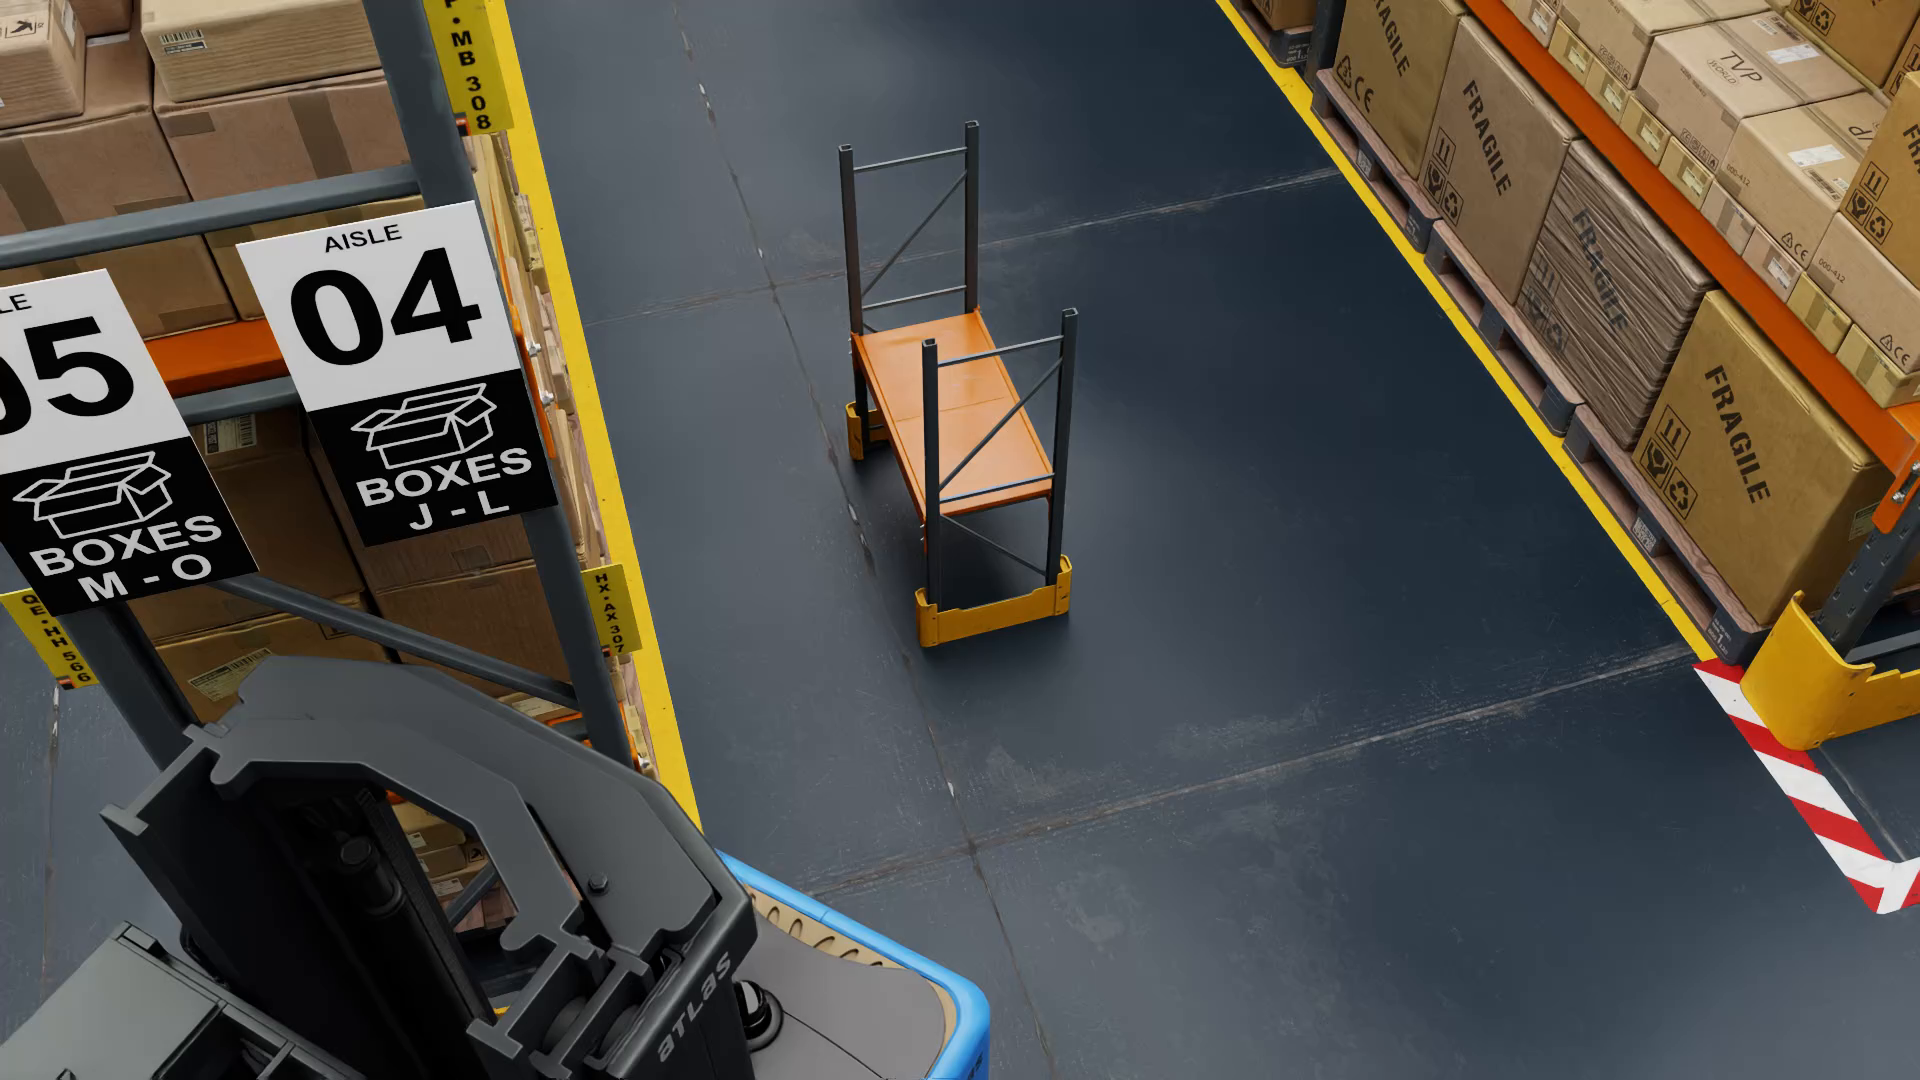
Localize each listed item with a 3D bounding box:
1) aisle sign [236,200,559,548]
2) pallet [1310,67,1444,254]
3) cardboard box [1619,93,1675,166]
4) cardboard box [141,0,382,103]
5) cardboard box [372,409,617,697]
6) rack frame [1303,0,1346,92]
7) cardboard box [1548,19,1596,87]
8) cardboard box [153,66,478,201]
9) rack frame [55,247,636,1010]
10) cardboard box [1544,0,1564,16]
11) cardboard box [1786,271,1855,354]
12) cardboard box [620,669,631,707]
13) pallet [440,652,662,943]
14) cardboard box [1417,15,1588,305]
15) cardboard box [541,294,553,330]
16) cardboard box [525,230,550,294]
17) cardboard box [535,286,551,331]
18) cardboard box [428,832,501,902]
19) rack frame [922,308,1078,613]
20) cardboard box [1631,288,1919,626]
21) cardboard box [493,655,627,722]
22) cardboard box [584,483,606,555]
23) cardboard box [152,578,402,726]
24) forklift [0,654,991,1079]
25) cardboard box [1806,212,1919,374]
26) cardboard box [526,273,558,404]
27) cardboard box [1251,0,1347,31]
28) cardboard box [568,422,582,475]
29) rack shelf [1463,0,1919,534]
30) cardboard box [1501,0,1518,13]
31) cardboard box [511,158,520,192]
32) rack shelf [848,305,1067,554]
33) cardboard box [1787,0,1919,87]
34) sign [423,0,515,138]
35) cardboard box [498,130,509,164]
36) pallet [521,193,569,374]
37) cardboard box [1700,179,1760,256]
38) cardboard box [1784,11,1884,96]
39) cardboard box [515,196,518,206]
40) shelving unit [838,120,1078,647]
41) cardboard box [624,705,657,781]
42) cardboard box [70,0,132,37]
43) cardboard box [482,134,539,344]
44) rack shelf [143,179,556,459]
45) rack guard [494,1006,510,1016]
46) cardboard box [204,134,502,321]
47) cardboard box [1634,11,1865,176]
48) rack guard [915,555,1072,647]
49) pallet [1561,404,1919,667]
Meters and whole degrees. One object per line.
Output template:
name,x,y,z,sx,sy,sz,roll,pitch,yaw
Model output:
aisle sign,-1.022,-0.283,3.116,0.394,0.787,0.004,-13,51,-11
pallet,2.405,-1.928,8.027,1.003,0.211,1.213,-13,51,-11
cardboard box,2.638,-1.518,6.022,0.380,0.149,0.250,-13,51,-11
cardboard box,-1.208,-0.927,2.908,0.380,0.149,0.250,-14,51,-11
cardboard box,-1.199,0.051,4.275,0.500,0.500,0.500,-11,51,-9
rack frame,2.255,-3.400,7.444,1.000,3.000,0.127,-13,51,-11
cardboard box,2.487,-1.890,6.335,0.380,0.149,0.250,-15,51,-12
cardboard box,-1.214,-0.897,3.143,0.500,0.250,0.500,-13,51,-10
rack frame,-1.330,0.569,4.098,1.000,3.000,0.127,-13,51,-11
cardboard box,2.445,-2.304,6.423,0.500,0.250,0.500,-12,51,-10
cardboard box,2.940,-0.773,5.393,0.380,0.149,0.250,-13,51,-11
cardboard box,-1.267,0.603,5.465,0.380,0.149,0.250,-14,51,-11
pallet,-1.559,0.811,5.718,1.003,0.211,1.213,-13,51,-11
cardboard box,2.640,-1.693,7.120,0.875,0.875,0.875,-13,51,-11
cardboard box,-1.935,-0.972,6.987,0.380,0.149,0.250,-15,51,-12
cardboard box,-1.928,-1.120,6.917,0.380,0.149,0.250,-15,51,-12
cardboard box,-1.794,-0.818,6.468,0.380,0.149,0.250,-16,52,-13
cardboard box,-1.685,1.015,5.312,0.380,0.149,0.250,-13,51,-10
rack frame,0.125,-0.174,5.706,0.500,1.500,0.032,-13,51,-11
cardboard box,3.172,-0.378,6.012,0.875,0.875,0.875,-13,51,-11
cardboard box,-1.113,0.339,4.456,0.380,0.149,0.250,-14,51,-11
cardboard box,-1.543,-0.033,6.195,0.380,0.149,0.250,-16,52,-13
cardboard box,-1.709,0.171,4.174,0.500,0.500,0.500,-12,51,-10
forklift,-1.064,1.696,3.193,1.130,2.935,3.031,23,54,18
cardboard box,3.041,-0.820,5.173,0.500,0.250,0.500,-14,51,-12
cardboard box,-1.514,-0.695,4.904,0.500,0.500,0.500,-13,51,-10
cardboard box,2.047,-3.313,8.486,1.225,0.875,0.875,-13,51,-11
cardboard box,-1.568,-0.255,5.994,0.380,0.149,0.250,-13,51,-10
rack shelf,2.847,-1.707,6.488,1.077,0.370,4.000,-13,51,-11
cardboard box,2.336,-2.265,6.652,0.380,0.149,0.250,-14,51,-11
cardboard box,-2.116,-1.506,7.243,0.380,0.149,0.250,-12,51,-10
rack shelf,-0.025,-0.430,6.156,0.538,0.185,1.000,-13,51,-11
cardboard box,3.247,-1.922,5.611,0.500,0.500,0.500,-15,51,-12
sign,-0.812,-0.802,2.720,0.100,0.325,0.005,-13,51,-11
cardboard box,-1.651,-1.393,4.838,0.500,0.500,0.500,-15,51,-12
pallet,-2.280,-0.971,7.220,1.003,0.211,1.213,-13,51,-11
cardboard box,2.793,-1.140,5.703,0.380,0.149,0.250,-13,51,-10
cardboard box,3.249,-1.684,5.901,0.500,0.250,0.500,-15,51,-12
cardboard box,-2.045,-1.382,6.944,0.380,0.149,0.250,-13,51,-11
shelving unit,-0.023,-0.539,6.013,0.587,1.500,1.083,-13,51,-11
cardboard box,-1.160,0.701,5.187,0.380,0.149,0.250,-15,52,-13
cardboard box,-1.709,-1.013,2.980,0.380,0.149,0.250,-13,51,-10
cardboard box,-1.364,-0.636,4.200,0.500,0.500,0.500,-12,51,-10
rack shelf,-1.921,-1.626,4.458,1.077,0.370,4.000,-13,51,-11
rack guard,-1.352,1.319,5.100,1.175,0.500,0.348,-13,51,-11
cardboard box,-1.218,-0.735,3.334,0.500,0.250,0.500,-12,51,-10
cardboard box,2.741,-1.562,5.798,0.500,0.250,0.500,-15,51,-12
rack guard,0.125,0.227,6.184,0.587,0.250,0.087,-13,51,-11
pallet,3.127,-0.146,6.525,1.003,0.211,1.213,-13,51,-11
